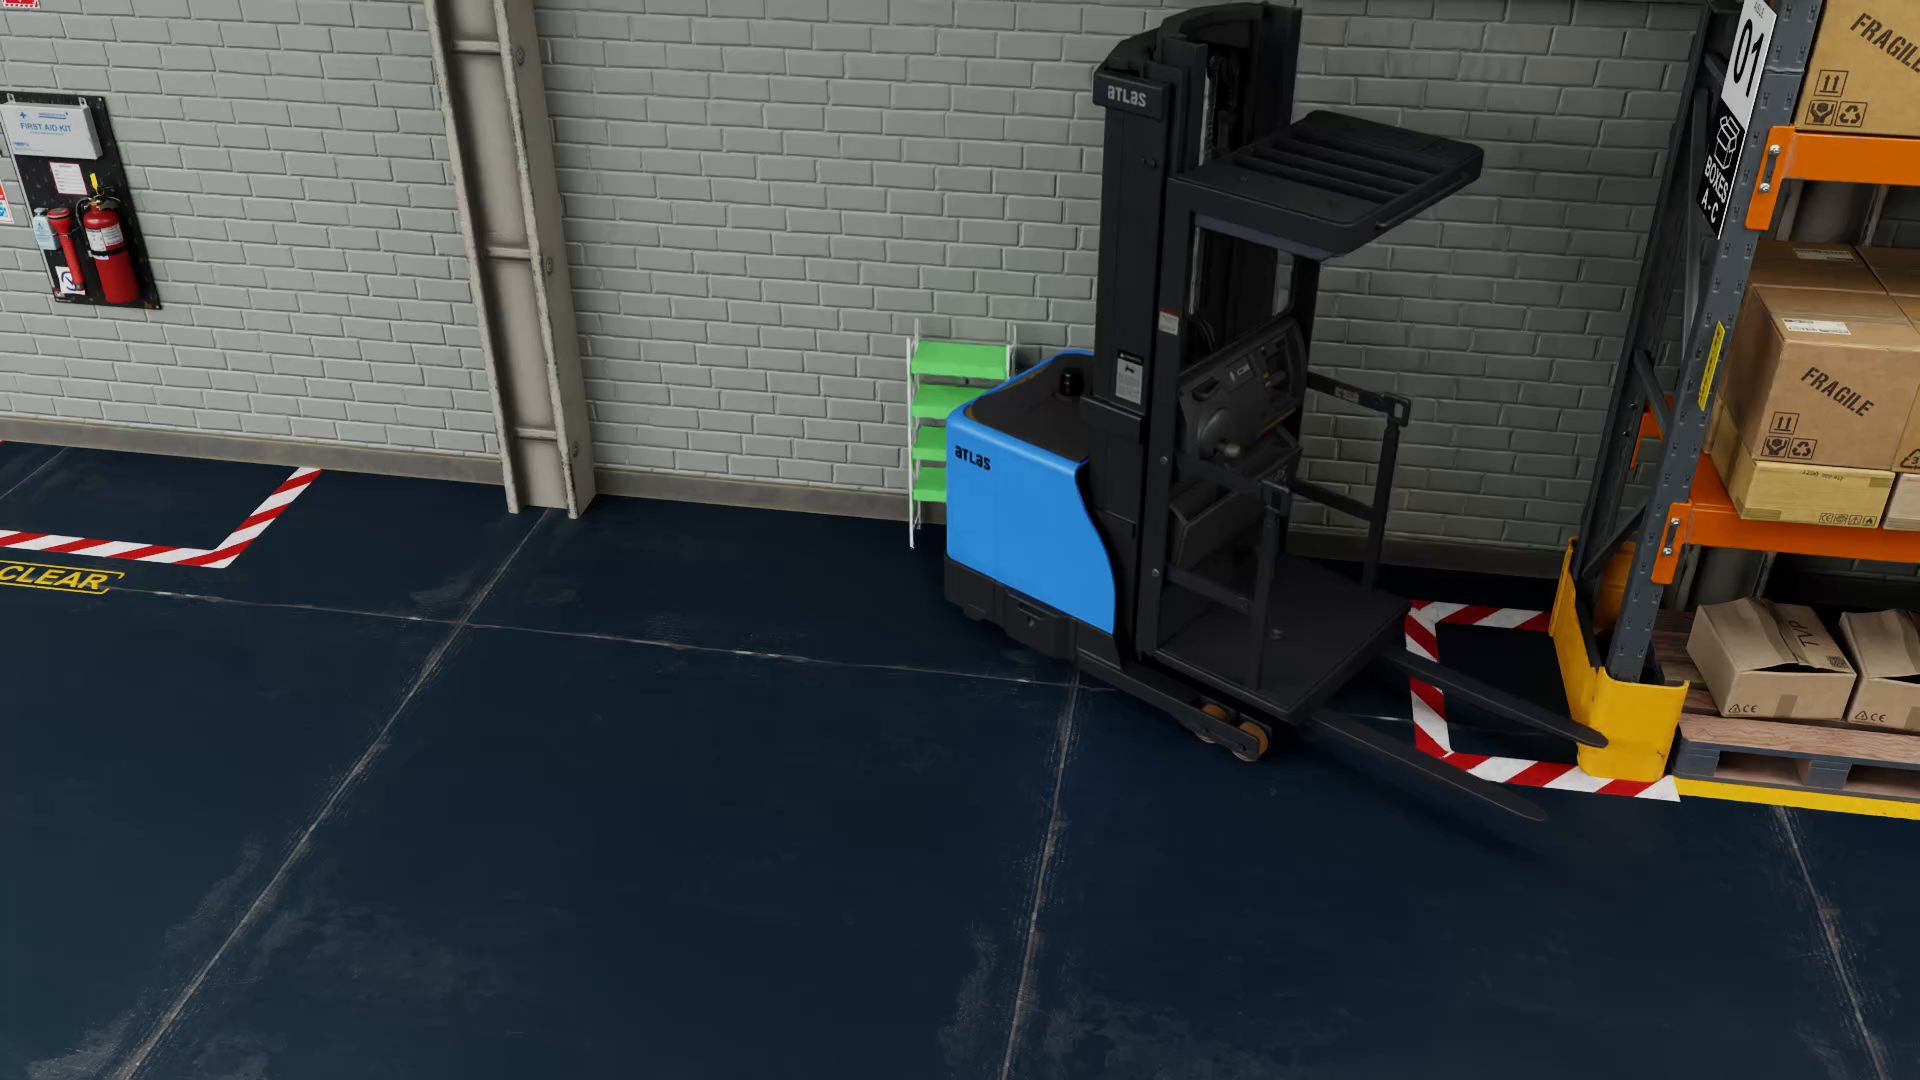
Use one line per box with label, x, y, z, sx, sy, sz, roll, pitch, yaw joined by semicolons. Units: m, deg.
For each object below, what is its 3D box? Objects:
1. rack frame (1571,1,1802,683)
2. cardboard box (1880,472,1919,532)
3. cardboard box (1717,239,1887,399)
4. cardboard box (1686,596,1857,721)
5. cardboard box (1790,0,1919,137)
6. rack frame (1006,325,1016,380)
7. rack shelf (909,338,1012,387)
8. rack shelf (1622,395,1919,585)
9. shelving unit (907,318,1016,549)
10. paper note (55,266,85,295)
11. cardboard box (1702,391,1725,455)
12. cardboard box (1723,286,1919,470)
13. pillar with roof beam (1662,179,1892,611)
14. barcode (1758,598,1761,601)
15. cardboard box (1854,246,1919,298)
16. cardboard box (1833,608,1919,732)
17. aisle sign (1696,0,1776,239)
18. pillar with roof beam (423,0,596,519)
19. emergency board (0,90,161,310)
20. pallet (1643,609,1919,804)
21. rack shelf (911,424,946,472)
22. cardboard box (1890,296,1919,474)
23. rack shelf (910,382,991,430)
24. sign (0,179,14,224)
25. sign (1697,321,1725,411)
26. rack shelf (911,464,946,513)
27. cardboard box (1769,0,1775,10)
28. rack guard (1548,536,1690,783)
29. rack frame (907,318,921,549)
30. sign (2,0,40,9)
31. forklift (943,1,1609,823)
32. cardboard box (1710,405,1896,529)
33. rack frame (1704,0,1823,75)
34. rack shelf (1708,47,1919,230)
rack frame;2.859;-0.558;6.815;0.127;3.000;1.000;5;32;8
cardboard box;3.801;-0.255;6.452;0.500;0.250;0.500;4;32;7
cardboard box;3.359;-0.890;6.761;0.500;0.500;0.500;5;32;8
cardboard box;3.526;0.504;7.238;0.500;0.311;0.500;2;32;3
cardboard box;3.146;-1.720;5.731;0.500;0.500;0.500;6;33;9
rack frame;0.249;-0.485;8.394;0.015;1.200;0.240;5;32;8
rack shelf;0.009;-0.859;8.207;0.480;0.148;0.258;5;32;8
rack shelf;4.830;-0.075;6.720;4.000;0.370;1.077;5;32;8
shelving unit;0.009;-0.506;8.427;0.503;1.200;0.258;5;32;8
paper note;-4.812;-1.403;8.994;0.142;0.148;0.016;5;32;8
cardboard box;3.352;-0.563;6.945;0.500;0.250;0.500;6;32;9
cardboard box;3.279;-0.621;6.331;0.500;0.500;0.500;5;32;8
pillar with roof beam;2.970;-1.240;2.249;0.400;9.000;9.100;5;32;8
barcode;3.611;0.292;7.567;0.075;0.075;0.001;5;32;8
cardboard box;3.854;-0.840;6.681;0.500;0.500;0.500;6;32;9
cardboard box;4.088;0.555;7.156;0.500;0.311;0.500;8;33;12
aisle sign;2.738;-1.510;5.885;0.004;0.787;0.394;5;32;8
pillar with roof beam;-2.944;-1.775;3.105;0.400;9.000;9.100;5;32;8
emergency board;-4.650;-1.724;8.678;0.643;1.169;0.194;5;32;8
pallet;3.729;0.721;7.398;1.213;0.211;1.003;5;32;8
rack shelf;0.008;-0.452;8.460;0.480;0.148;0.258;5;32;8
cardboard box;3.764;-0.572;6.252;0.500;0.500;0.500;5;32;8
rack shelf;0.009;-0.656;8.334;0.480;0.148;0.258;5;32;8
sign;-5.177;-1.843;8.833;0.234;0.329;0.001;5;32;8
sign;2.768;-0.641;6.132;0.005;0.325;0.100;5;32;8
rack shelf;0.008;-0.248;8.587;0.480;0.148;0.258;5;32;8
cardboard box;3.313;-1.976;6.139;0.500;0.500;0.500;7;33;12
rack guard;2.934;0.508;7.467;0.348;0.500;1.175;5;32;8
rack frame;-0.232;-0.527;8.459;0.015;1.200;0.240;5;32;8
sign;-4.641;-2.760;8.147;0.199;0.298;0.001;5;32;8
forklift;1.364;-0.600;6.946;3.031;2.935;1.130;25;40;34
cardboard box;3.287;-0.294;6.514;0.500;0.250;0.500;4;32;7
rack frame;2.859;-3.101;5.223;0.127;3.000;1.000;5;32;8
rack shelf;4.830;-1.346;5.925;4.000;0.370;1.077;5;32;8
